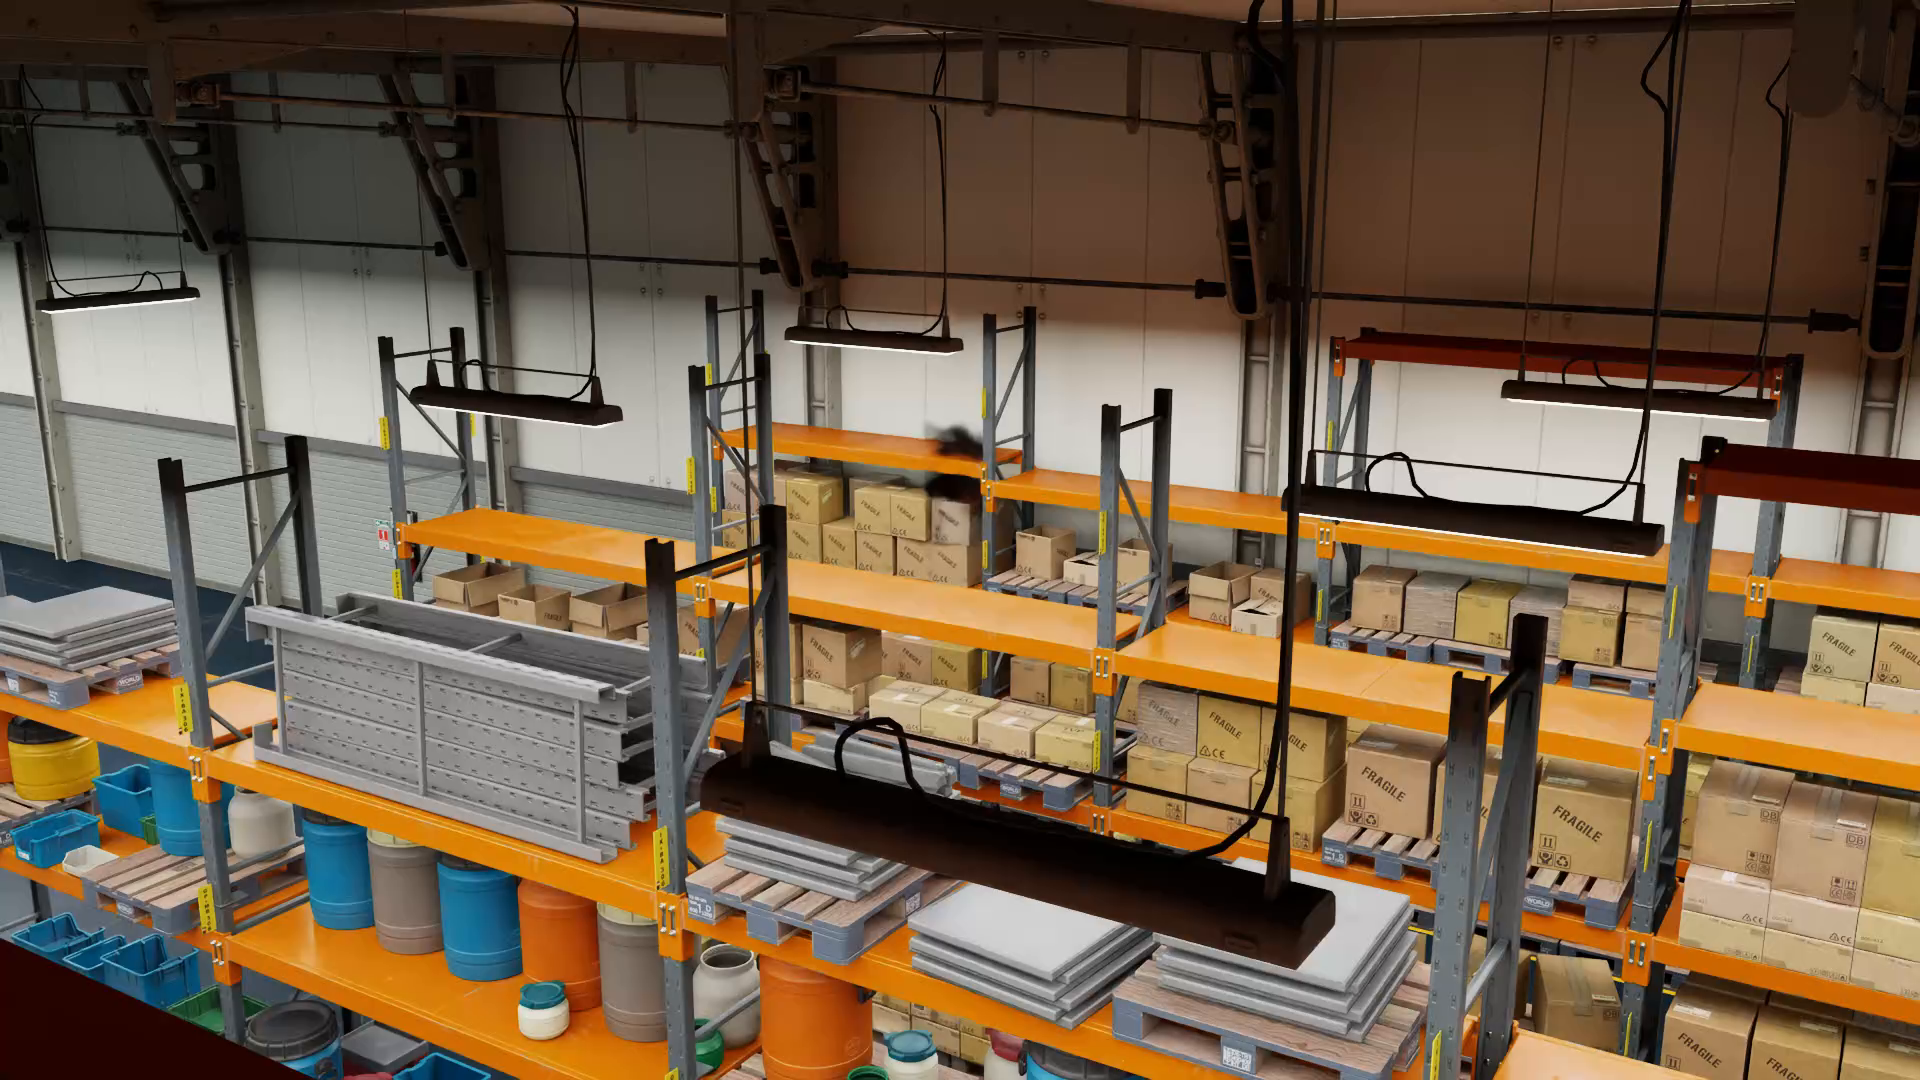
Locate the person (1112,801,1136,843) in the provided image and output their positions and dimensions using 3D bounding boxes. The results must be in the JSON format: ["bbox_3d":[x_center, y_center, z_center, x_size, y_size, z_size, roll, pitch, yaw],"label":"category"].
[{"bbox_3d":[1.491,3.316,16.059,0.507,1.490,0.588,8,16,31],"label":"person"}]
